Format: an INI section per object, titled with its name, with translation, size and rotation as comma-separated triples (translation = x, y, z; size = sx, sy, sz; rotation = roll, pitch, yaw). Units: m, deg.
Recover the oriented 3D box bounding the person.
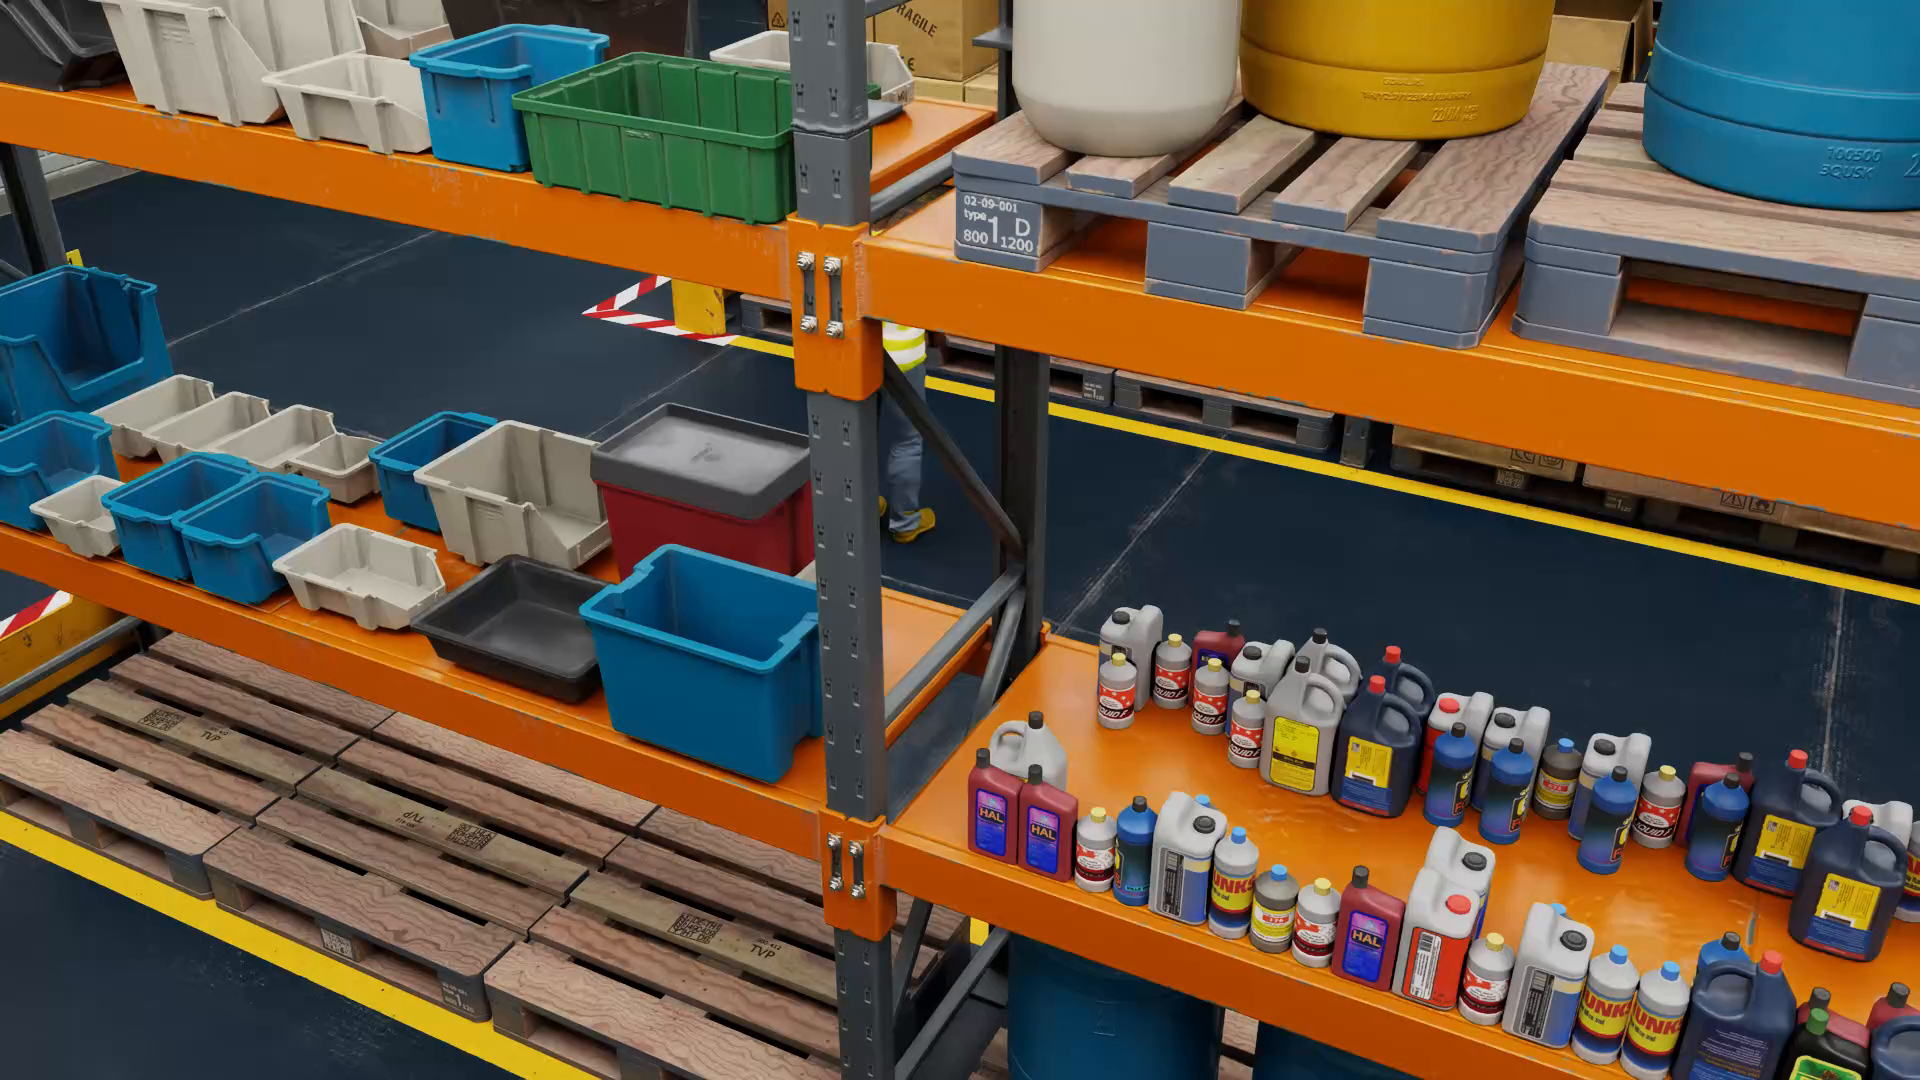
[person]
translation = -0.319, -0.895, 7.604
size = 0.473, 1.702, 0.560
rotation = 14, 33, 23
